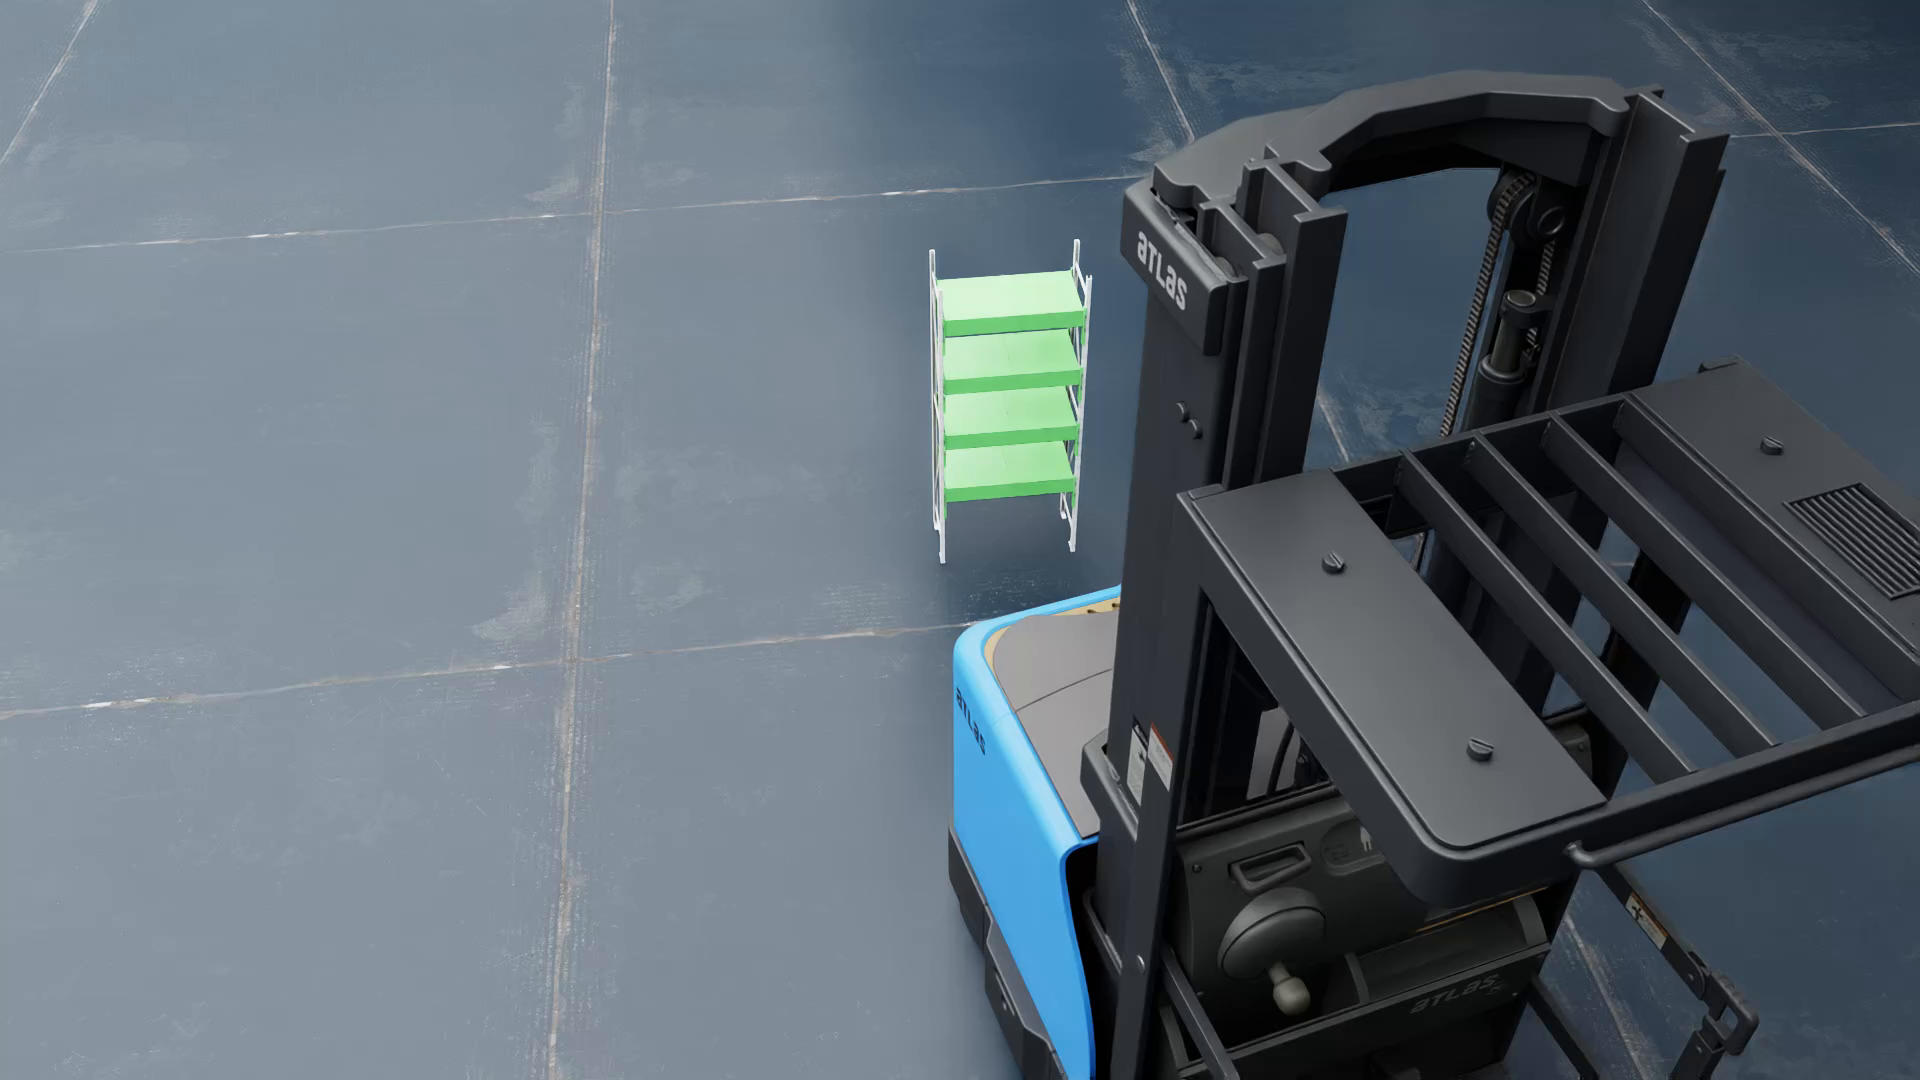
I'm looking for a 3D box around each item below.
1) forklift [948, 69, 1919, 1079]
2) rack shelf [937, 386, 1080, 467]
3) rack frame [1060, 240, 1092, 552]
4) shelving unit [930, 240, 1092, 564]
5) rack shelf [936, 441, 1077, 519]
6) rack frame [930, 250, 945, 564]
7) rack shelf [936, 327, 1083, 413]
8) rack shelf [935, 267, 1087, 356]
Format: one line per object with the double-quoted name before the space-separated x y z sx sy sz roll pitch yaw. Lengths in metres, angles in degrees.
"forklift" 0.953 0.756 3.224 1.130 2.935 3.031 -14 44 -15
"rack shelf" 0.164 -0.412 5.907 0.480 0.148 0.258 -5 42 -6
"rack frame" 0.406 -0.481 5.888 0.015 1.200 0.240 -5 42 -6
"shelving unit" 0.164 -0.460 5.864 0.503 1.200 0.258 -5 42 -6
"rack shelf" 0.164 -0.234 6.068 0.480 0.148 0.258 -5 42 -6
"rack frame" -0.078 -0.439 5.841 0.015 1.200 0.240 -5 42 -6
"rack shelf" 0.164 -0.591 5.746 0.480 0.148 0.258 -5 42 -6
"rack shelf" 0.164 -0.769 5.585 0.480 0.148 0.258 -5 42 -6
